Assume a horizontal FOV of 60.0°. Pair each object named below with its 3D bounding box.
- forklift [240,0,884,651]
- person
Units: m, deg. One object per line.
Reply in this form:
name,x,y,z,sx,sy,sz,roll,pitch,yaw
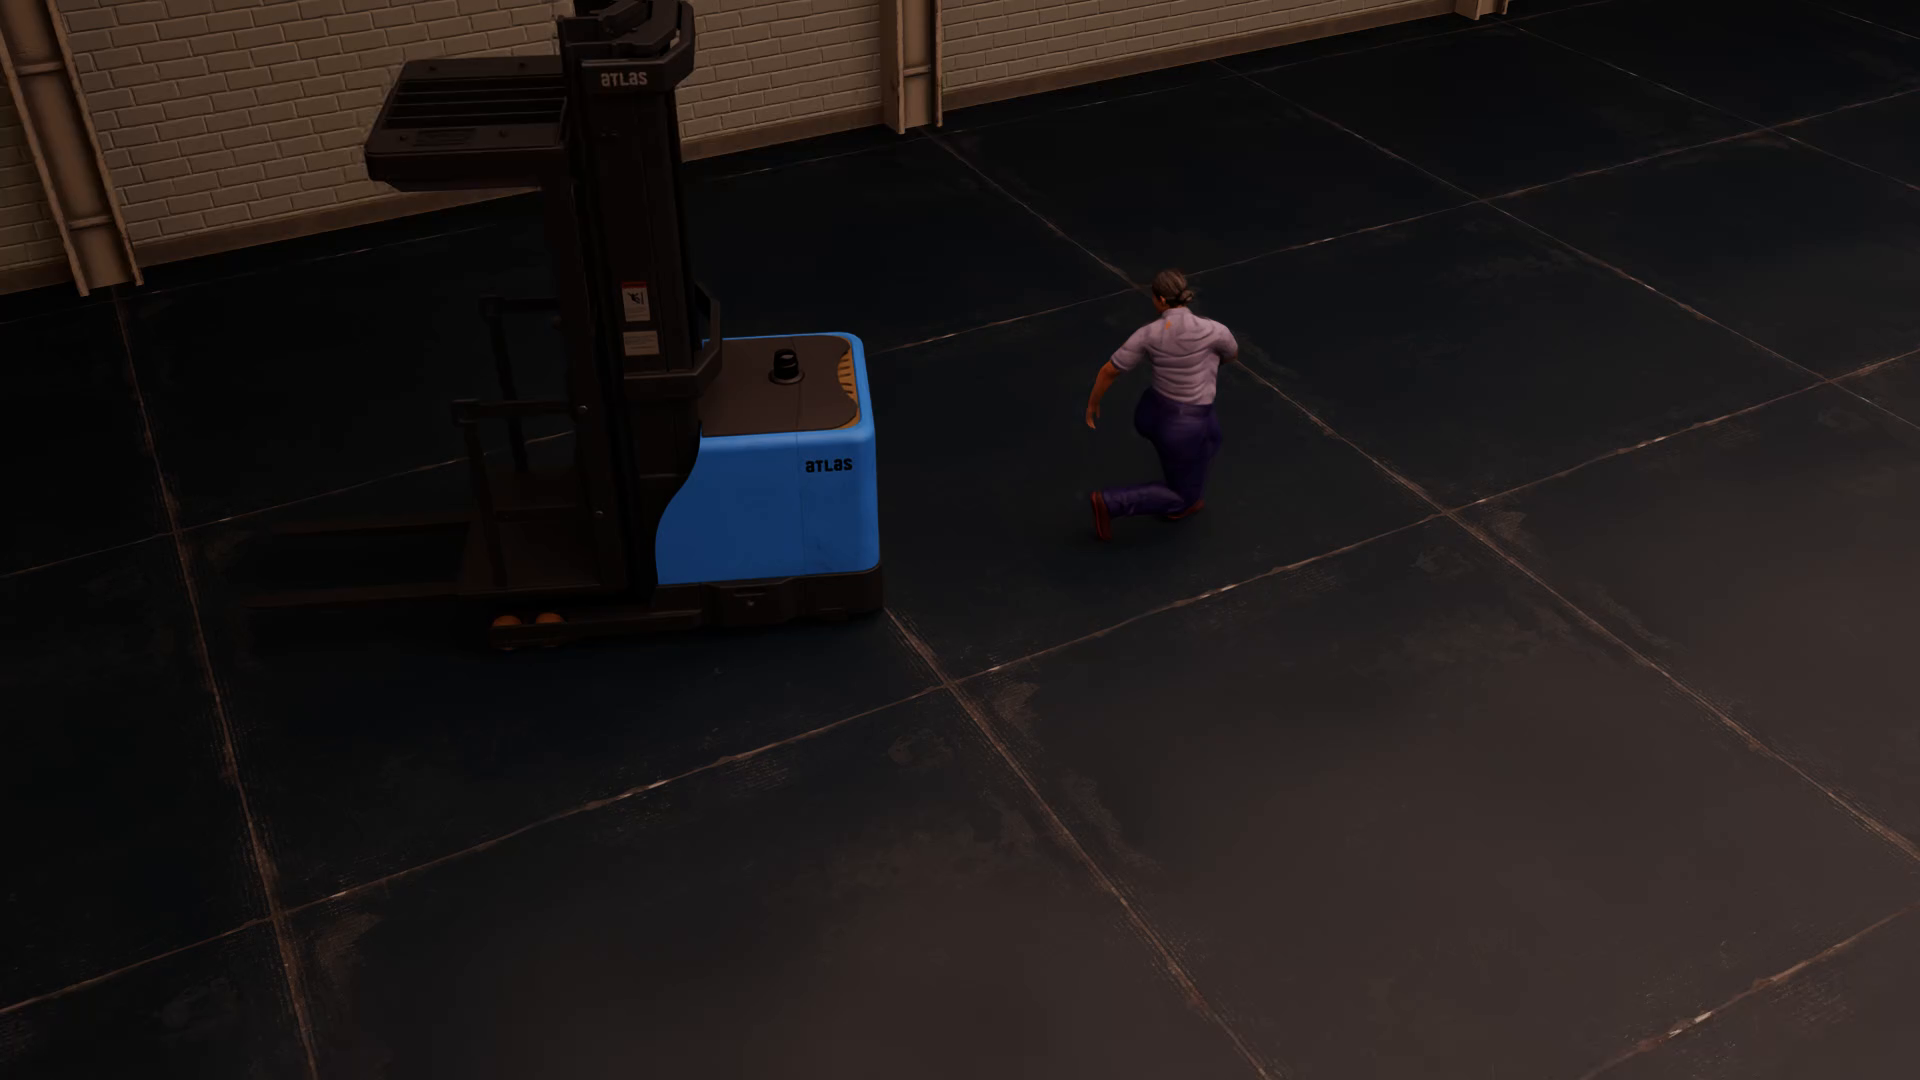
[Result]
forklift,-1.927,-0.994,7.529,3.031,2.935,1.130,-4,35,-5
person,1.012,-0.672,8.429,0.861,1.428,0.593,-23,41,-29
